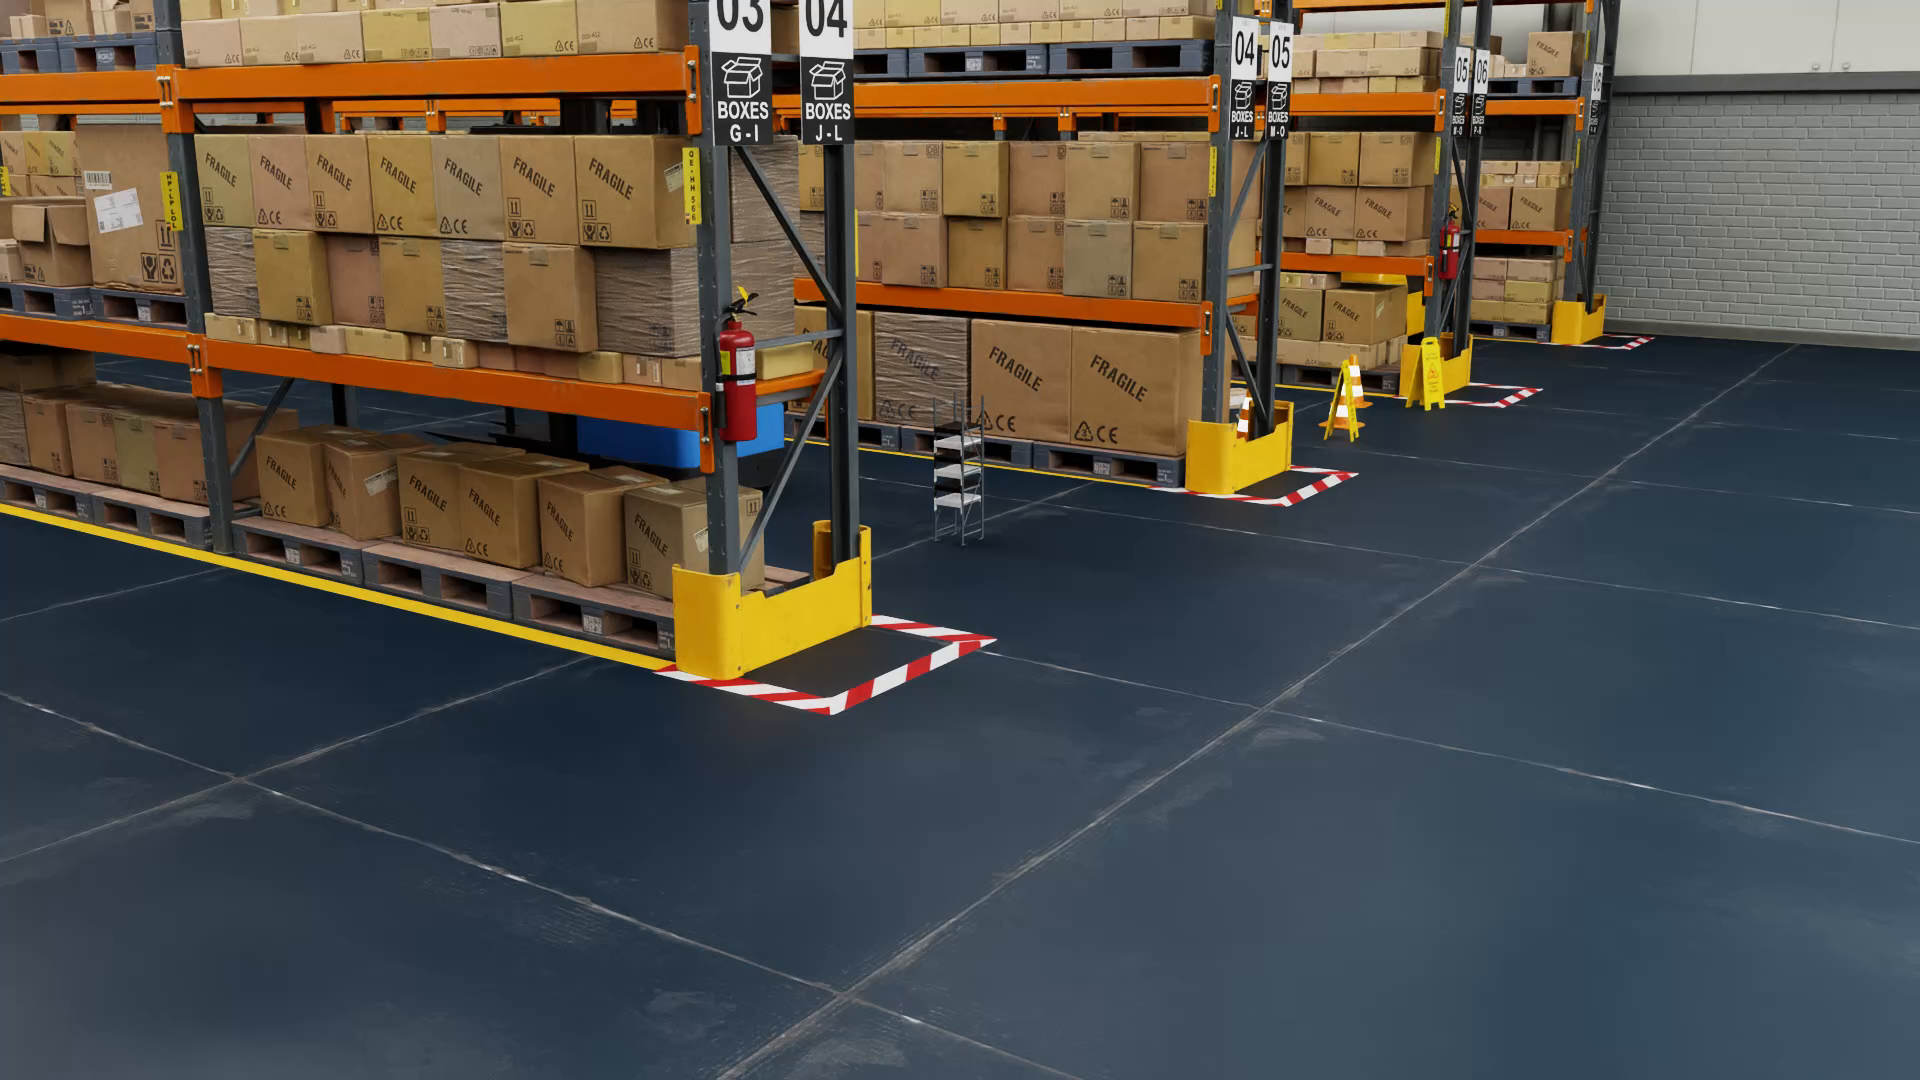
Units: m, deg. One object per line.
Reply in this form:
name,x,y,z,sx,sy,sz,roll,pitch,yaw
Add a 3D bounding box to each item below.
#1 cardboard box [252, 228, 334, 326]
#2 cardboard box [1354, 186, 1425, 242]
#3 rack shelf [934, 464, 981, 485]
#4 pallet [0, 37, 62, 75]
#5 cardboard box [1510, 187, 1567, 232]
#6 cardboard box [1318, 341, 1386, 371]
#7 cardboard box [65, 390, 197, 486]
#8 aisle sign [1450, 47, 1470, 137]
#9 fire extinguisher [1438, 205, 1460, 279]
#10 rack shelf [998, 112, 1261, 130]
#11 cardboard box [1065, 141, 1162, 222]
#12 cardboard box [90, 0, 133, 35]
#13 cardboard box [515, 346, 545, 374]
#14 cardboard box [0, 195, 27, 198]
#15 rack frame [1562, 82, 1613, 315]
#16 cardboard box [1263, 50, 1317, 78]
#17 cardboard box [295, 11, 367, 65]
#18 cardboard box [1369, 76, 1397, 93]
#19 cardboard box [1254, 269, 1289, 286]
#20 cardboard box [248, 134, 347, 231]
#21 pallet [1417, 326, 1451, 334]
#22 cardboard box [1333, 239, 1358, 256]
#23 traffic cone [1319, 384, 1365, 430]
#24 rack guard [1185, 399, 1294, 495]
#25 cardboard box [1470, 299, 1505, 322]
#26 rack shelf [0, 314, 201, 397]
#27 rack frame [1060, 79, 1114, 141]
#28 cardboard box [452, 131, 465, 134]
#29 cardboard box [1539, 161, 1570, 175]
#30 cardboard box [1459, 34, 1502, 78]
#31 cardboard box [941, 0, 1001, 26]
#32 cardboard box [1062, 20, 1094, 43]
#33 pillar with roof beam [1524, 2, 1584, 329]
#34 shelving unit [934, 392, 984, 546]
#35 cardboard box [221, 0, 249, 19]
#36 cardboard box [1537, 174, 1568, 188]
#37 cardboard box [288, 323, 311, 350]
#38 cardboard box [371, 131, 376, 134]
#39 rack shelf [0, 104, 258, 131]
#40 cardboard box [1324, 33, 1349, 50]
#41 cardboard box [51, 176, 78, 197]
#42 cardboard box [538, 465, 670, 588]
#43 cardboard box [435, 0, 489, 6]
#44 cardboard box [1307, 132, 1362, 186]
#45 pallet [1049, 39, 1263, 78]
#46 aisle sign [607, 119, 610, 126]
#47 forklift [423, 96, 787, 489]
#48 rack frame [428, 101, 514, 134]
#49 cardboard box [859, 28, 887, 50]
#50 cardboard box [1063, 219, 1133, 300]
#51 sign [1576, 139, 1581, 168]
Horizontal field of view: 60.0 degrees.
cardboard box,-3.421,-1.512,9.361,0.500,0.500,0.875,9,17,33
cardboard box,4.090,-3.116,15.841,0.500,0.500,0.500,9,16,32
rack shelf,-0.007,-0.406,10.227,0.200,0.077,0.258,9,17,33
pallet,-5.471,-3.073,10.643,1.003,0.211,1.213,9,17,33
cardboard box,6.907,-3.958,19.860,0.500,0.500,0.500,9,16,32
cardboard box,3.854,-1.832,16.331,0.500,0.250,0.500,9,17,33
cardboard box,-5.503,-0.695,11.175,0.500,0.500,0.700,8,16,28
aisle sign,4.584,-4.101,15.237,0.004,0.787,0.394,9,17,33
fire extinguisher,4.532,-2.760,15.393,0.183,0.674,0.296,9,17,33
rack shelf,2.483,-5.807,22.793,4.000,0.370,1.077,9,17,33
cardboard box,1.222,-2.614,12.083,0.550,0.550,0.875,9,17,33
cardboard box,-4.991,-3.166,10.036,0.258,0.266,0.396,10,17,35
cardboard box,-2.014,-0.940,8.400,0.250,0.149,0.380,9,17,33
cardboard box,-7.004,-2.190,11.846,0.500,0.500,0.500,7,15,26
rack frame,7.462,-3.895,19.817,0.127,3.000,1.000,9,17,33
cardboard box,3.270,-4.584,16.049,0.500,0.250,0.500,10,17,34
cardboard box,-3.077,-2.599,8.649,0.500,0.250,0.500,8,16,31
cardboard box,4.018,-4.258,15.563,0.250,0.149,0.380,9,17,33
cardboard box,3.118,-2.615,16.580,0.250,0.149,0.380,10,17,35
cardboard box,-3.508,-1.966,9.116,0.500,0.500,0.500,9,17,33
pallet,5.796,-2.800,21.194,1.213,0.211,1.003,9,17,33
cardboard box,3.792,-2.841,16.081,0.250,0.149,0.380,9,16,32
traffic cone,3.280,-1.207,14.237,0.334,0.463,0.336,9,17,33
rack guard,2.036,-0.688,12.062,0.348,0.500,1.175,9,17,33
cardboard box,6.488,-2.833,20.374,0.500,0.250,0.500,9,17,33
rack shelf,-5.815,-1.385,11.172,4.000,0.370,1.077,9,17,33
rack frame,1.375,-3.442,17.984,0.127,3.000,1.000,9,17,33
cardboard box,-6.722,-5.525,22.762,0.250,0.149,0.380,9,16,32
cardboard box,7.047,-4.409,19.715,0.250,0.149,0.380,9,17,33
cardboard box,6.164,-5.820,20.061,0.500,0.500,0.700,9,17,33
cardboard box,0.205,-3.897,12.192,0.500,0.250,0.500,9,17,33
cardboard box,0.919,-3.570,11.703,0.250,0.149,0.380,9,17,33
pillar with roof beam,4.984,-6.222,16.732,0.400,9.000,9.100,9,17,33
shelving unit,-0.007,-0.438,10.219,0.210,0.900,0.258,9,17,33
cardboard box,-3.799,-2.915,9.098,0.250,0.149,0.380,8,16,30
cardboard box,7.018,-4.249,19.689,0.250,0.149,0.380,9,17,34
cardboard box,-3.509,-1.159,9.286,0.250,0.149,0.380,9,17,33
cardboard box,-8.185,-5.776,23.775,0.250,0.149,0.380,10,17,34
rack shelf,-9.601,-4.889,19.085,4.000,0.370,1.077,9,17,33
cardboard box,3.653,-4.730,15.809,0.250,0.149,0.380,9,17,33
cardboard box,-10.185,-3.993,19.384,0.500,0.500,0.500,9,17,34
cardboard box,-1.860,-0.080,8.733,0.500,0.500,0.500,-12,18,-39
cardboard box,-2.316,-2.657,8.054,0.250,0.149,0.380,8,16,30
cardboard box,3.733,-3.678,16.030,0.500,0.500,0.700,9,17,33
pallet,1.394,-3.415,11.819,1.213,0.211,1.003,9,17,33
aisle sign,-6.035,-7.254,27.973,0.004,0.787,0.394,9,17,33
forklift,-2.707,-1.894,11.875,3.031,2.935,1.130,10,17,35
rack frame,-4.623,-2.978,16.109,0.127,3.000,1.000,9,17,33
cardboard box,-0.561,-3.809,12.667,0.250,0.149,0.380,9,16,32
cardboard box,1.214,-2.088,12.202,0.550,0.550,0.875,9,17,33
sign,7.147,-4.466,19.220,0.005,0.325,0.100,9,17,33
